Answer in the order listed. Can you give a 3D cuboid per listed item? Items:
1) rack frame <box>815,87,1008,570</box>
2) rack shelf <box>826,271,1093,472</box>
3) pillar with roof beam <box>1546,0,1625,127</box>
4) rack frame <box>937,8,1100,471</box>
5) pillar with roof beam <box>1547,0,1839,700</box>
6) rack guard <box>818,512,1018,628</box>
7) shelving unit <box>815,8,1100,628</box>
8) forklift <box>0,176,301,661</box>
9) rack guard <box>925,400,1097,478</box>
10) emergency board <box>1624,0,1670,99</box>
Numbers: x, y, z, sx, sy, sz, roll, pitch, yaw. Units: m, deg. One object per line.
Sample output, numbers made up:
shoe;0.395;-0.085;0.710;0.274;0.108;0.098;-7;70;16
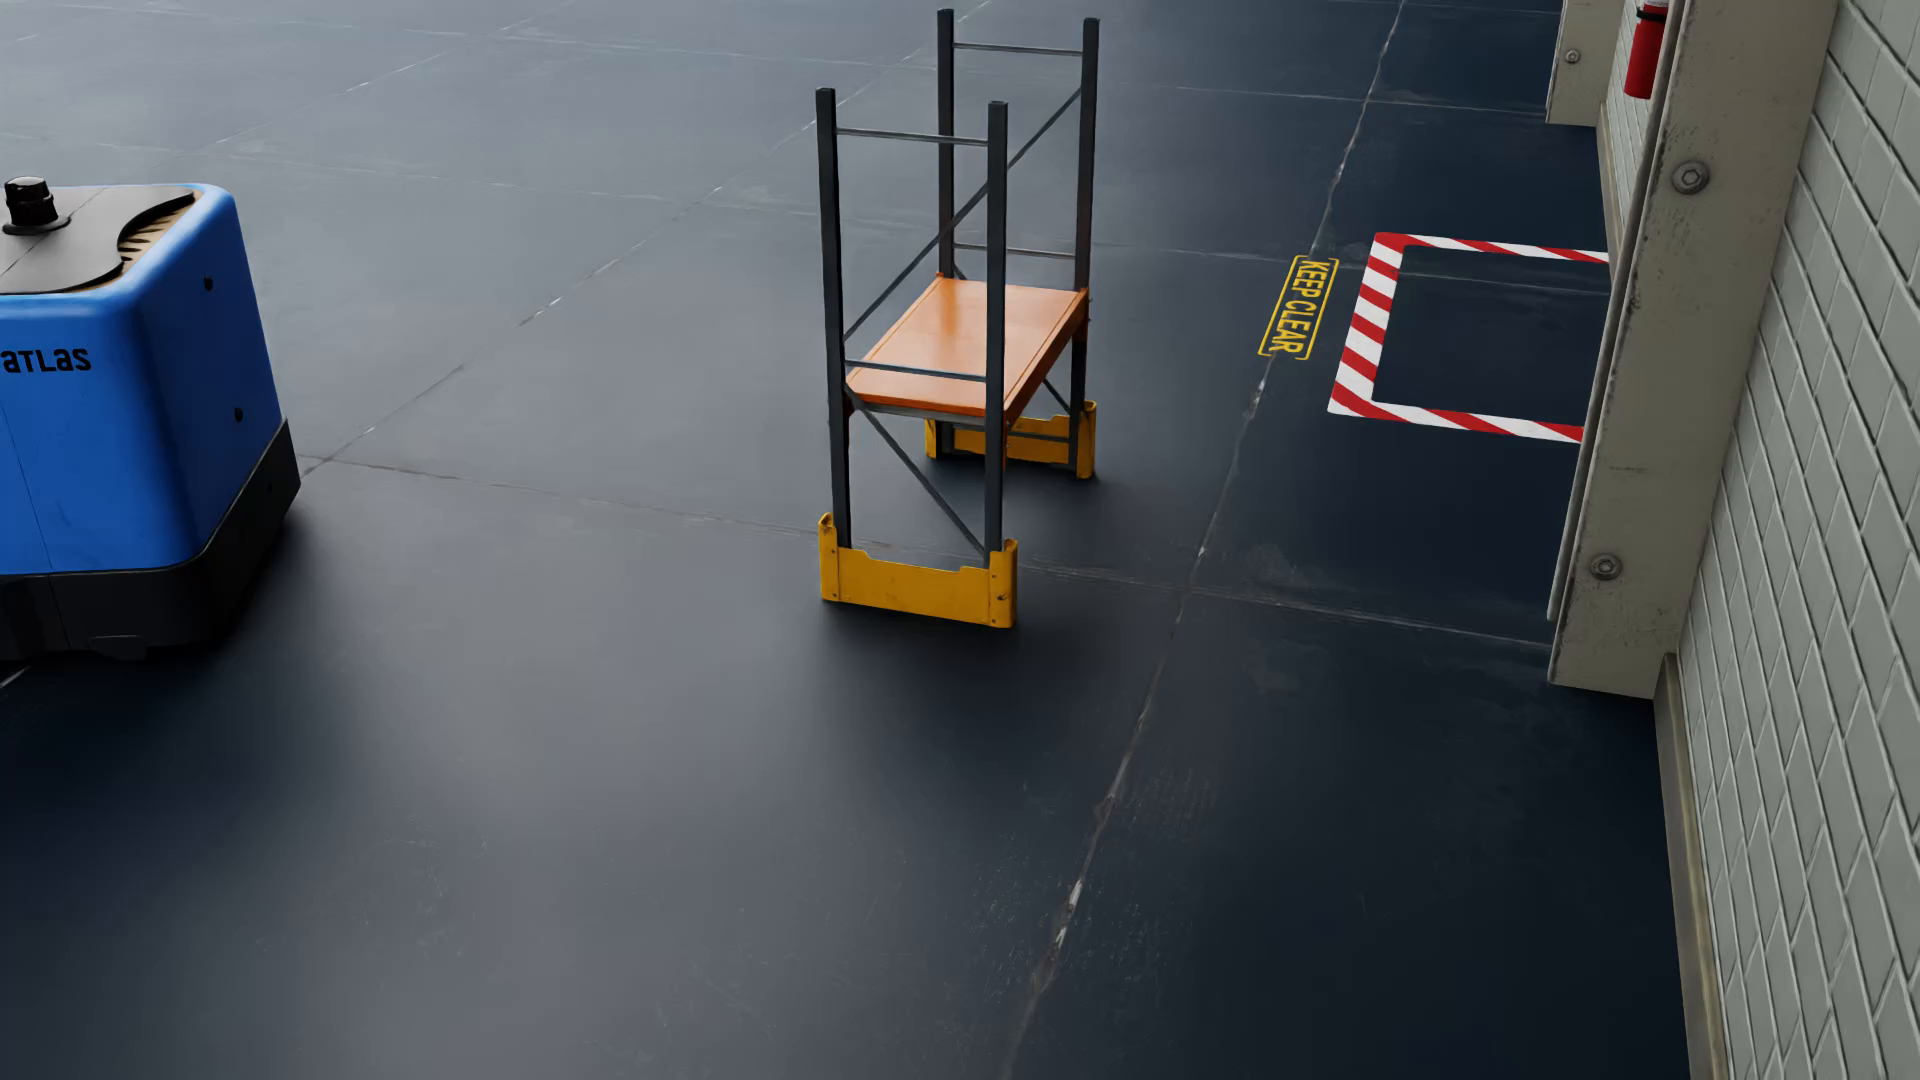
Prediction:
rack frame;-0.124;-0.459;4.532;0.500;1.500;0.032;8;30;15
rack shelf;0.025;-0.538;5.044;0.538;0.185;1.000;8;30;15
pillar with roof beam;-0.541;-7.015;8.603;9.100;9.000;0.400;8;30;15
rack frame;0.174;-0.931;5.381;0.500;1.500;0.032;8;30;15
pillar with roof beam;-2.302;-4.226;3.591;9.100;9.000;0.400;8;30;15
rack guard;-0.124;0.087;4.837;0.587;0.250;0.087;8;30;15
shelving unit;0.022;-0.691;4.949;0.587;1.500;1.083;8;30;15
forklift;-3.615;-1.117;4.243;3.031;2.935;1.130;-3;29;-5
rack guard;0.169;-0.376;5.669;0.587;0.250;0.087;8;30;15
emergency board;2.575;-2.133;6.000;0.194;1.169;0.643;8;30;15
